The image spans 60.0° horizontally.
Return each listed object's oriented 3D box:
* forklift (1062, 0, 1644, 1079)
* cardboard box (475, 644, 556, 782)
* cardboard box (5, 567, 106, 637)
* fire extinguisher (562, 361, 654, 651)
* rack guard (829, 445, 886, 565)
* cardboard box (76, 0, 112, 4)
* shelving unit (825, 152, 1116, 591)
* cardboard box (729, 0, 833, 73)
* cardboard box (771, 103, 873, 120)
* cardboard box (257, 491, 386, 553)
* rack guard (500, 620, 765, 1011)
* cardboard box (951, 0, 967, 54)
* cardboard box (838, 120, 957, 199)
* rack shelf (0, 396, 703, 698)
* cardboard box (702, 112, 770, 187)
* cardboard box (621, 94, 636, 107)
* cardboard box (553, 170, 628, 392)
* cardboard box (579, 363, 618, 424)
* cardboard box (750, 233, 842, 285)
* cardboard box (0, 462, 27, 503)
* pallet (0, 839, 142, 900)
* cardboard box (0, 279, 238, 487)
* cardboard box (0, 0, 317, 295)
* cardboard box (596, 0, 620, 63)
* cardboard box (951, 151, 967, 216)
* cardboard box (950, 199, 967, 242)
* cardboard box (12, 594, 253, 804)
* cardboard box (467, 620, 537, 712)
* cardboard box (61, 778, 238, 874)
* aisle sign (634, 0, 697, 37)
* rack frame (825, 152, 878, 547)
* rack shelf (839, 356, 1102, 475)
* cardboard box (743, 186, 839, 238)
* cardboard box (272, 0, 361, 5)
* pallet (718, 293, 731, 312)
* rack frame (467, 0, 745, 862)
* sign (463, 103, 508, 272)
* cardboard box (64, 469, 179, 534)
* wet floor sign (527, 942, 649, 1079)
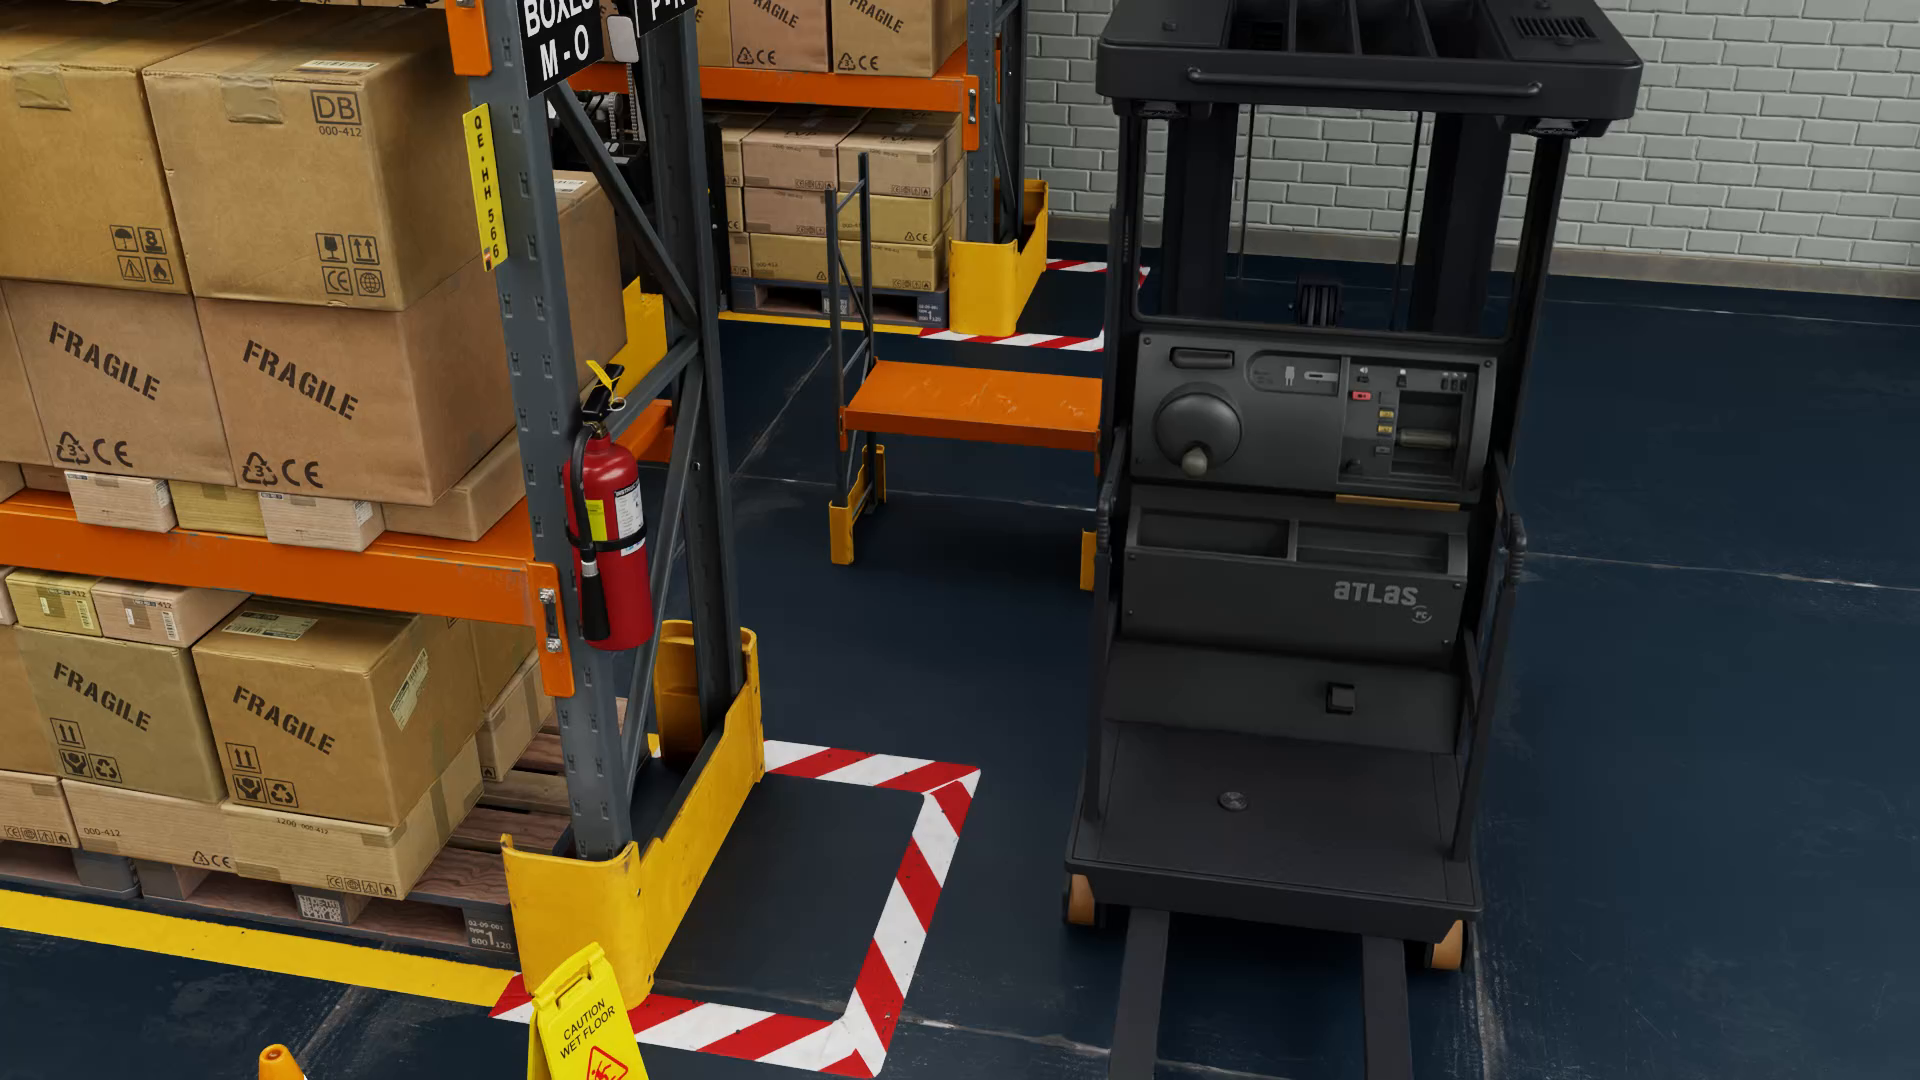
[{"bbox_3d":[0.895,-0.291,4.229,1.130,2.935,3.031,5,29,9],"label":"forklift"},{"bbox_3d":[-1.566,0.479,5.177,0.500,0.250,0.500,6,29,10],"label":"cardboard box"},{"bbox_3d":[-2.291,0.087,4.438,0.250,0.149,0.380,6,29,11],"label":"cardboard box"},{"bbox_3d":[-0.819,-0.070,3.835,0.183,0.674,0.296,6,29,11],"label":"fire extinguisher"},{"bbox_3d":[-0.412,-0.152,6.767,0.087,0.250,0.587,6,29,11],"label":"rack guard"},{"bbox_3d":[-4.754,-2.974,9.215,0.500,0.250,0.500,6,29,10],"label":"cardboard box"},{"bbox_3d":[0.075,-0.650,6.376,1.083,1.500,0.587,6,29,11],"label":"shelving unit"},{"bbox_3d":[-0.844,-2.690,8.435,0.500,0.500,0.500,7,29,12],"label":"cardboard box"},{"bbox_3d":[-0.722,-2.266,9.149,0.500,0.250,0.500,6,29,11],"label":"cardboard box"},{"bbox_3d":[-1.516,-0.132,4.129,0.250,0.149,0.380,6,29,10],"label":"cardboard box"},{"bbox_3d":[-0.909,0.757,4.847,0.348,0.500,1.175,6,29,11],"label":"rack guard"},{"bbox_3d":[-0.229,-2.887,8.796,0.500,0.500,0.500,7,29,12],"label":"cardboard box"},{"bbox_3d":[-0.318,-1.980,8.627,0.500,0.250,0.500,7,29,12],"label":"cardboard box"},{"bbox_3d":[-2.791,-0.217,4.772,4.000,0.370,1.077,6,29,11],"label":"rack shelf"},{"bbox_3d":[-1.314,-2.074,8.800,0.500,0.250,0.500,6,29,11],"label":"cardboard box"},{"bbox_3d":[-1.709,-2.375,9.350,0.500,0.250,0.500,5,29,10],"label":"cardboard box"},{"bbox_3d":[-1.240,-0.684,4.462,0.500,0.500,0.500,5,29,10],"label":"cardboard box"},{"bbox_3d":[-1.124,-0.353,4.533,0.250,0.149,0.380,6,29,11],"label":"cardboard box"},{"bbox_3d":[-0.812,-1.595,8.965,0.500,0.250,0.500,6,29,11],"label":"cardboard box"},{"bbox_3d":[-2.511,-0.254,4.352,0.250,0.149,0.380,6,29,10],"label":"cardboard box"},{"bbox_3d":[-2.886,0.662,5.321,1.213,0.211,1.003,6,29,11],"label":"pallet"},{"bbox_3d":[-1.912,-0.484,4.096,0.500,0.500,0.500,6,29,11],"label":"cardboard box"},{"bbox_3d":[-1.874,-0.948,3.902,0.500,0.500,0.700,6,29,11],"label":"cardboard box"},{"bbox_3d":[-1.839,-2.786,8.611,0.500,0.500,0.500,6,29,11],"label":"cardboard box"},{"bbox_3d":[-0.219,-2.005,9.195,0.500,0.250,0.500,6,29,11],"label":"cardboard box"},{"bbox_3d":[-0.242,-1.783,9.308,0.500,0.250,0.500,6,29,11],"label":"cardboard box"},{"bbox_3d":[-2.184,0.352,4.628,0.500,0.500,0.500,7,29,12],"label":"cardboard box"},{"bbox_3d":[-1.589,0.148,5.001,0.500,0.500,0.500,5,29,9],"label":"cardboard box"},{"bbox_3d":[-2.187,0.680,4.811,0.500,0.250,0.500,6,29,11],"label":"cardboard box"},{"bbox_3d":[-0.710,-1.612,3.863,0.004,0.787,0.394,6,29,11],"label":"aisle sign"},{"bbox_3d":[-0.414,-0.700,6.467,0.032,1.500,0.500,6,29,11],"label":"rack frame"},{"bbox_3d":[0.083,-0.492,6.461,1.000,0.185,0.538,6,29,11],"label":"rack shelf"},{"bbox_3d":[-0.832,-1.818,8.853,0.500,0.250,0.500,6,29,10],"label":"cardboard box"},{"bbox_3d":[-3.334,-2.941,8.895,0.500,0.500,0.500,5,29,9],"label":"cardboard box"},{"bbox_3d":[-1.748,-1.621,9.490,1.213,0.211,1.003,6,29,11],"label":"pallet"},{"bbox_3d":[-0.835,-0.332,4.233,0.127,3.000,1.000,6,29,11],"label":"rack frame"},{"bbox_3d":[-0.970,-0.720,3.406,0.005,0.325,0.100,6,29,11],"label":"sign"},{"bbox_3d":[-2.021,-0.179,4.216,0.250,0.149,0.380,6,29,11],"label":"cardboard box"},{"bbox_3d":[-0.873,1.222,3.845,0.232,0.644,0.267,17,33,28],"label":"wet floor sign"}]
